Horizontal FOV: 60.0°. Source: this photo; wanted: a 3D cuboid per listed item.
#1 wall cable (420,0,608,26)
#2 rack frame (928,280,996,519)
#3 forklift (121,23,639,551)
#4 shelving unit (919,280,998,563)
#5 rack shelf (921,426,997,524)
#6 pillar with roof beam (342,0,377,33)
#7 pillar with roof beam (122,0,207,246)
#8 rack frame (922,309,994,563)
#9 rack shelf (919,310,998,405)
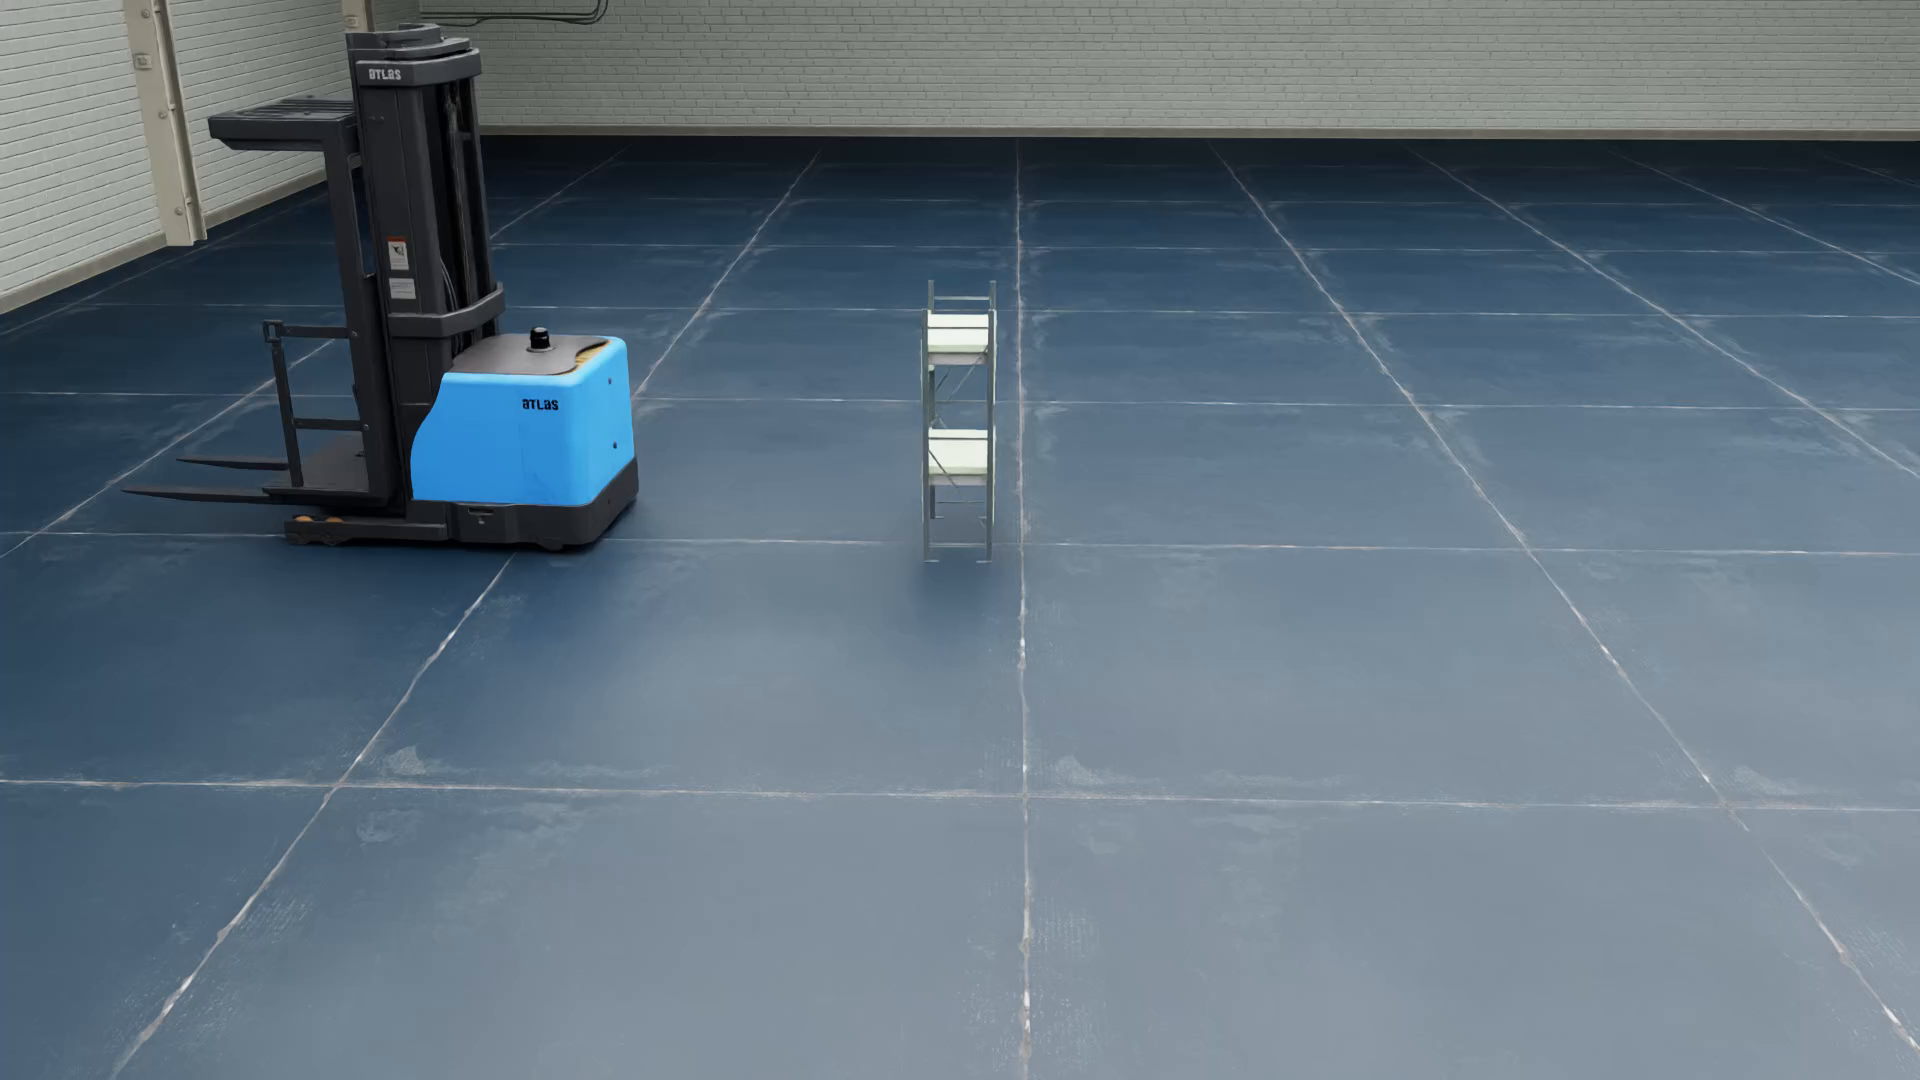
[{"bbox_3d":[-7.071,-9.301,25.853,3.097,2.526,0.112,1,21,2],"label":"wall cable"},{"bbox_3d":[0.011,-0.834,10.105,0.400,1.500,0.023,1,21,2],"label":"rack frame"},{"bbox_3d":[-3.606,-1.519,9.893,3.031,2.935,1.130,2,21,6],"label":"forklift"},{"bbox_3d":[0.000,-0.702,9.764,0.431,1.500,0.755,1,21,2],"label":"shelving unit"},{"bbox_3d":[0.000,-0.398,9.882,0.431,0.370,0.720,1,21,2],"label":"rack shelf"},{"bbox_3d":[-4.180,-9.651,22.462,9.100,9.000,0.400,1,21,2],"label":"pillar with roof beam"},{"bbox_3d":[-4.362,-7.482,16.871,9.100,9.000,0.400,1,21,2],"label":"pillar with roof beam"},{"bbox_3d":[-0.011,-0.569,9.423,0.400,1.500,0.023,1,21,2],"label":"rack frame"},{"bbox_3d":[0.000,-1.065,9.623,0.431,0.370,0.720,1,21,2],"label":"rack shelf"}]
